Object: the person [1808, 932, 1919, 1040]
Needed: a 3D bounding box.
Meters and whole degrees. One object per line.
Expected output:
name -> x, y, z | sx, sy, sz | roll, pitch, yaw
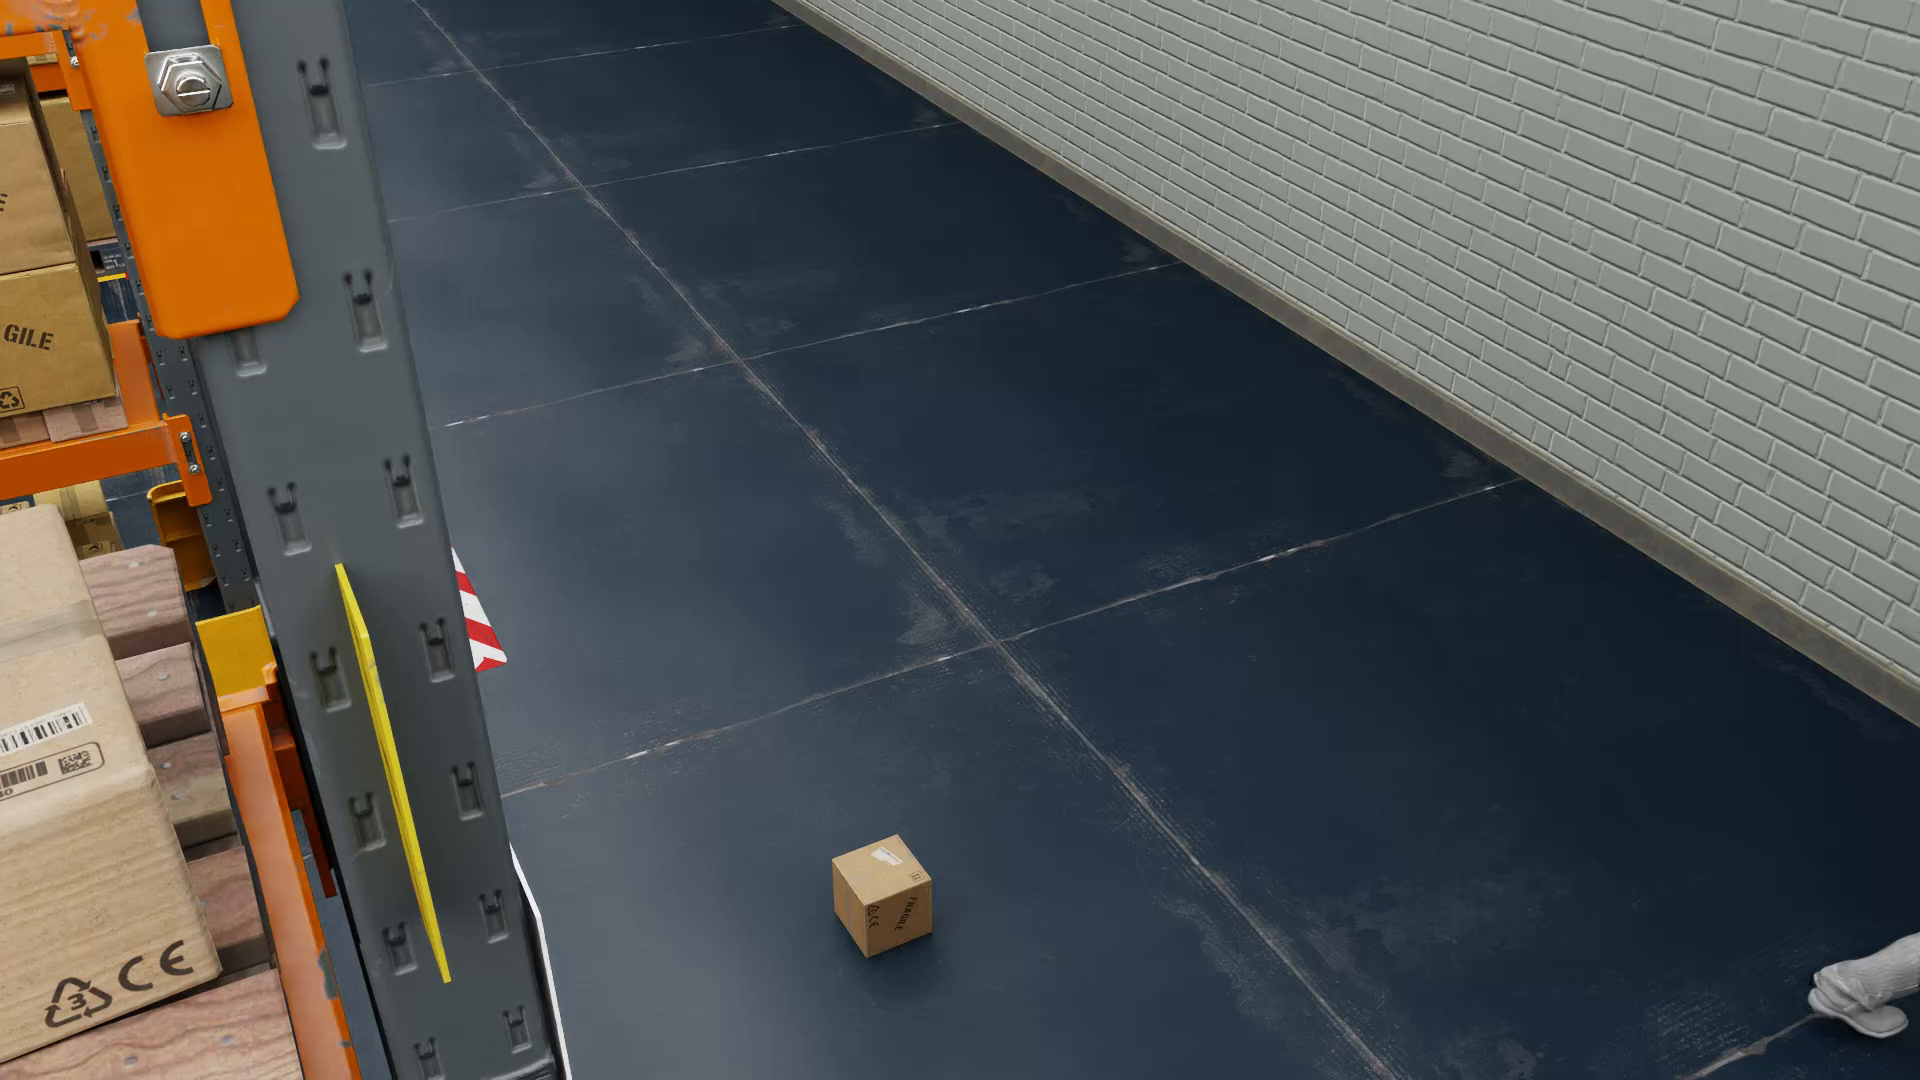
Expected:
person -> 3.157, 0.823, 4.862 | 0.919, 1.736, 0.554 | 7, 34, 11
